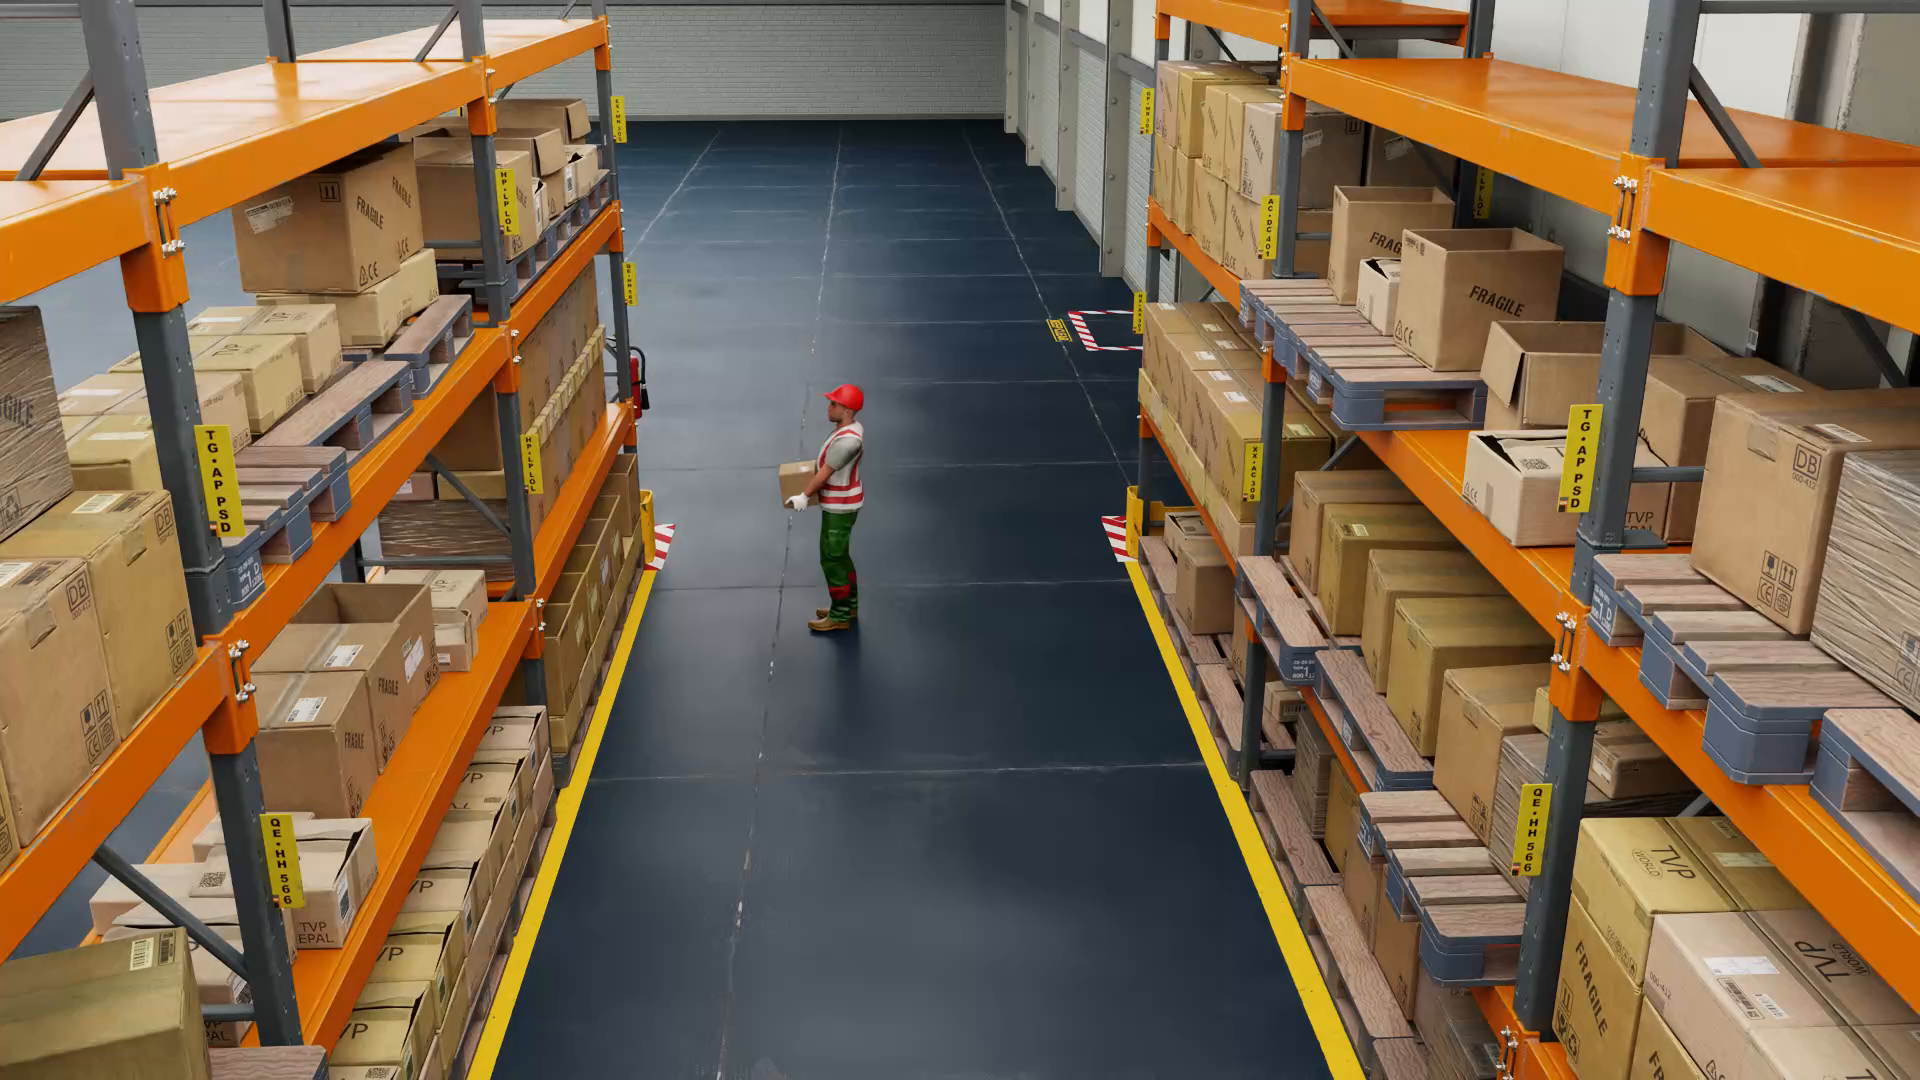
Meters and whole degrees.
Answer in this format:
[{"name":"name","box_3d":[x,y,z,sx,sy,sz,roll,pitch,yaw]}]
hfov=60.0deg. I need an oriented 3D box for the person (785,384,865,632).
[{"name":"person","box_3d":[-0.939,-0.229,11.672,0.560,1.782,0.493,-1,20,-2]}]
